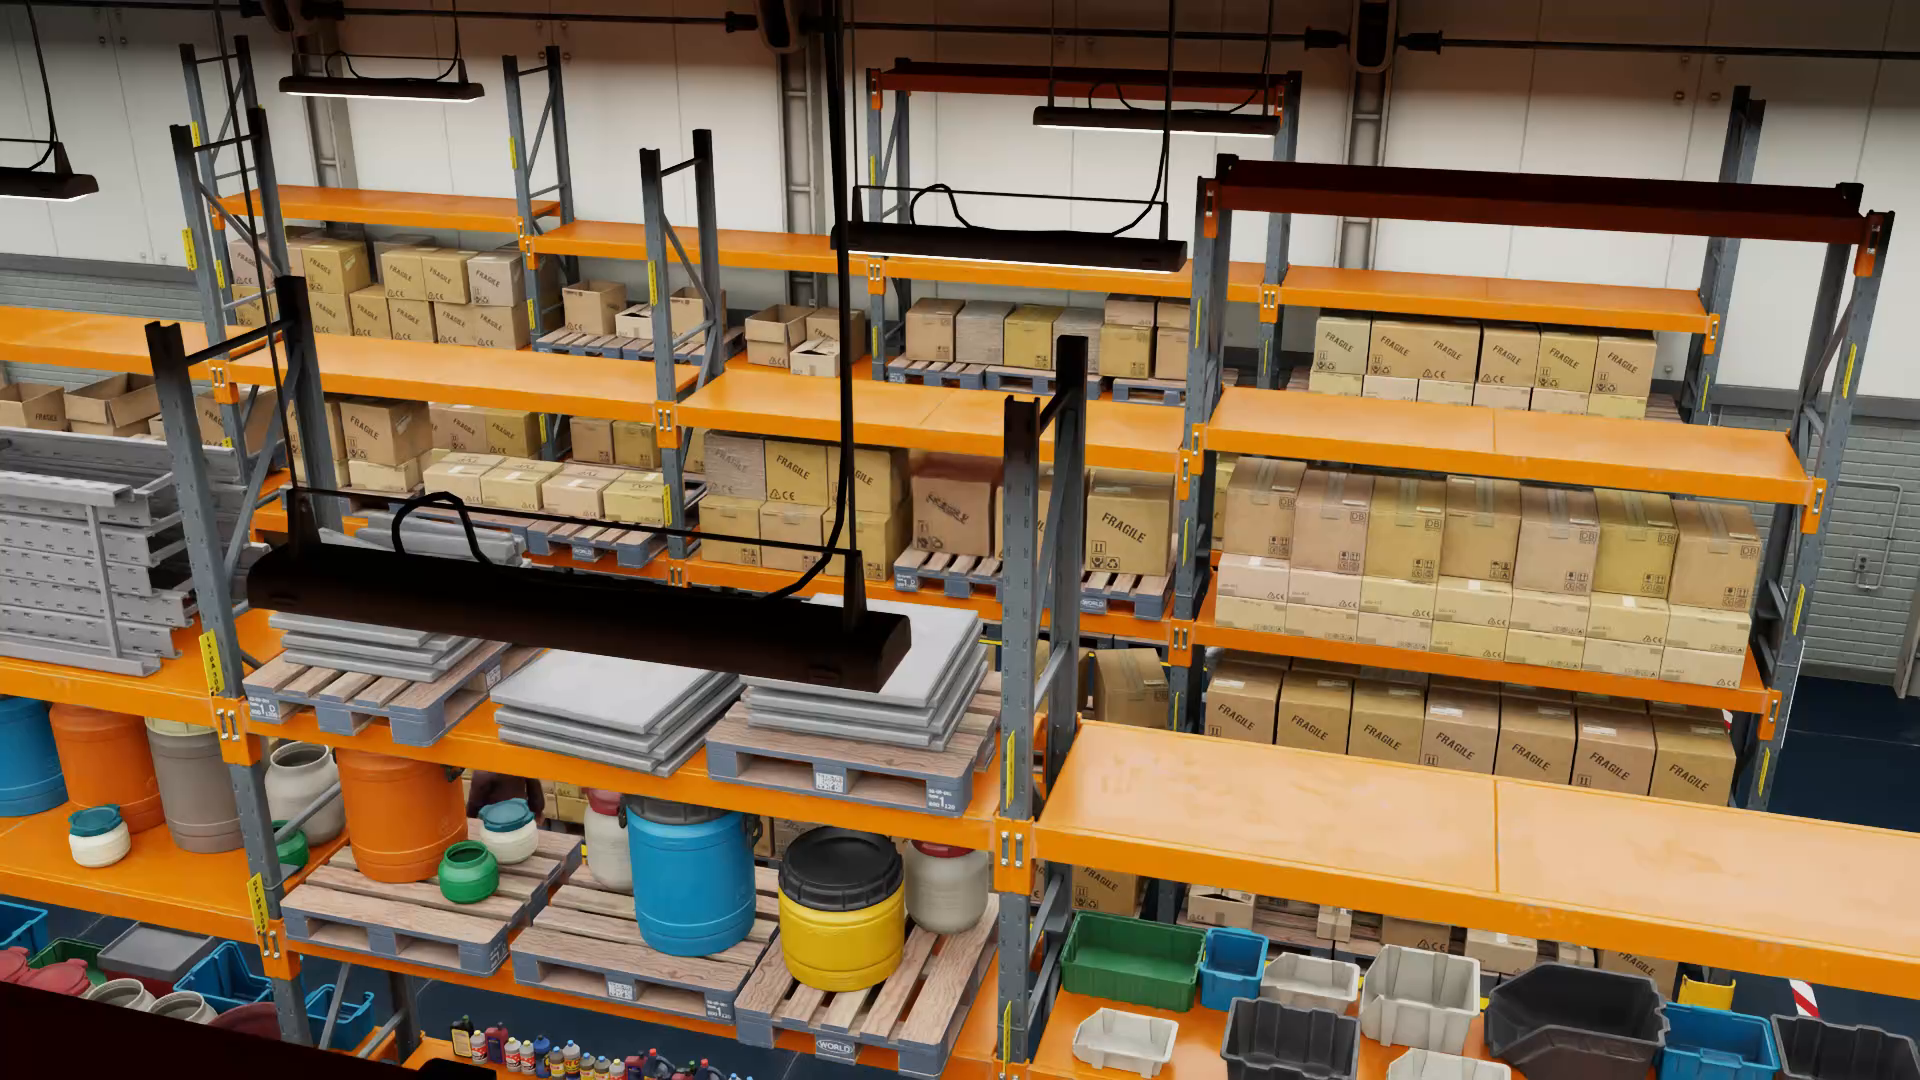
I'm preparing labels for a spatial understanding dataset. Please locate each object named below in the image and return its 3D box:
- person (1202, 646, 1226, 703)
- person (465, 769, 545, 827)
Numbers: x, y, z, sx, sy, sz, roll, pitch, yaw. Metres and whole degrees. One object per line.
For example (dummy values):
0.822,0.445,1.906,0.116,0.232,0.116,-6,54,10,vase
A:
2.772,0.832,15.994,1.033,1.646,0.541,3,23,6,person
-3.641,2.231,13.173,0.888,1.741,0.623,12,26,27,person
